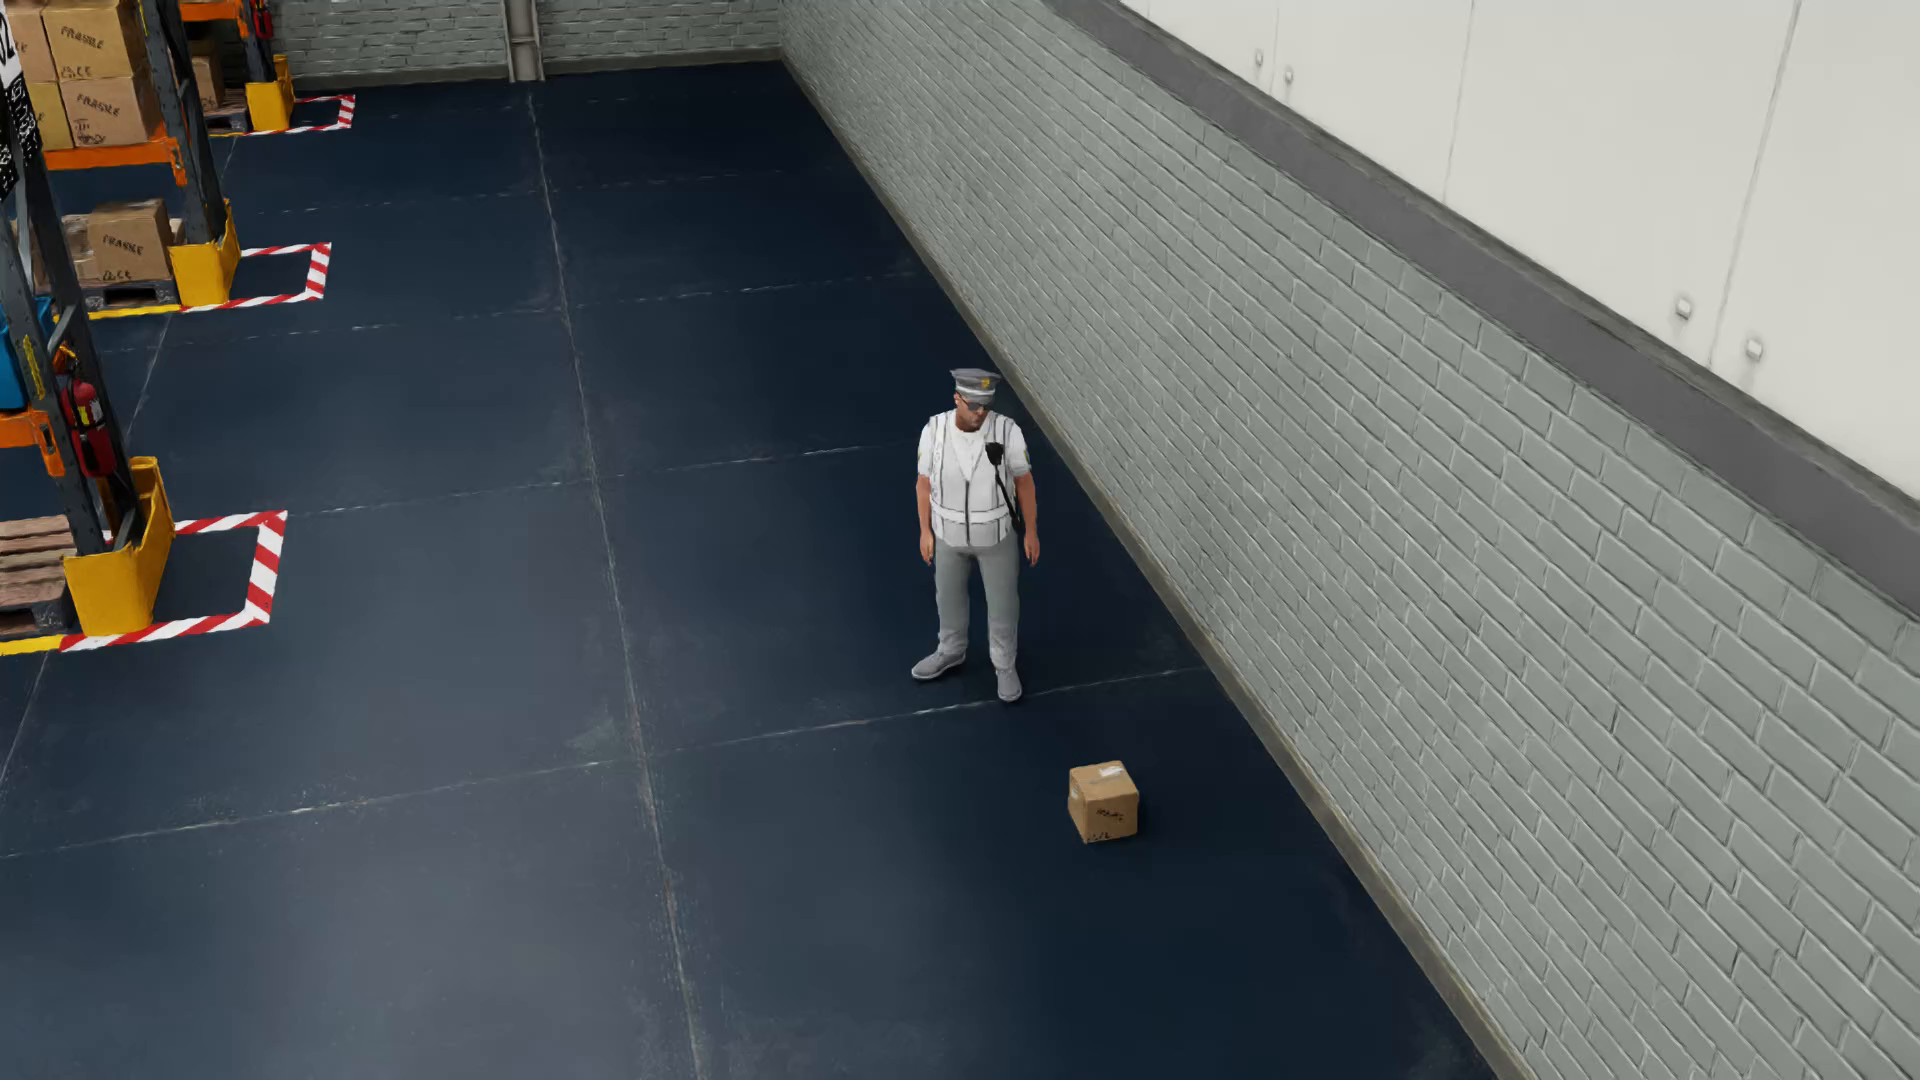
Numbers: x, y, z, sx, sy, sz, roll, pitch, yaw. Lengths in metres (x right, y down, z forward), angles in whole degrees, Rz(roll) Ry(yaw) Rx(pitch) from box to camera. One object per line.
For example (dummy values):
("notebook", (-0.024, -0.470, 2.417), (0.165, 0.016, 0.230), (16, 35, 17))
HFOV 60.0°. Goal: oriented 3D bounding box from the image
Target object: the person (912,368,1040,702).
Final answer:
("person", (0.075, -0.044, 8.252), (0.655, 1.766, 0.408), (5, 30, 9))
